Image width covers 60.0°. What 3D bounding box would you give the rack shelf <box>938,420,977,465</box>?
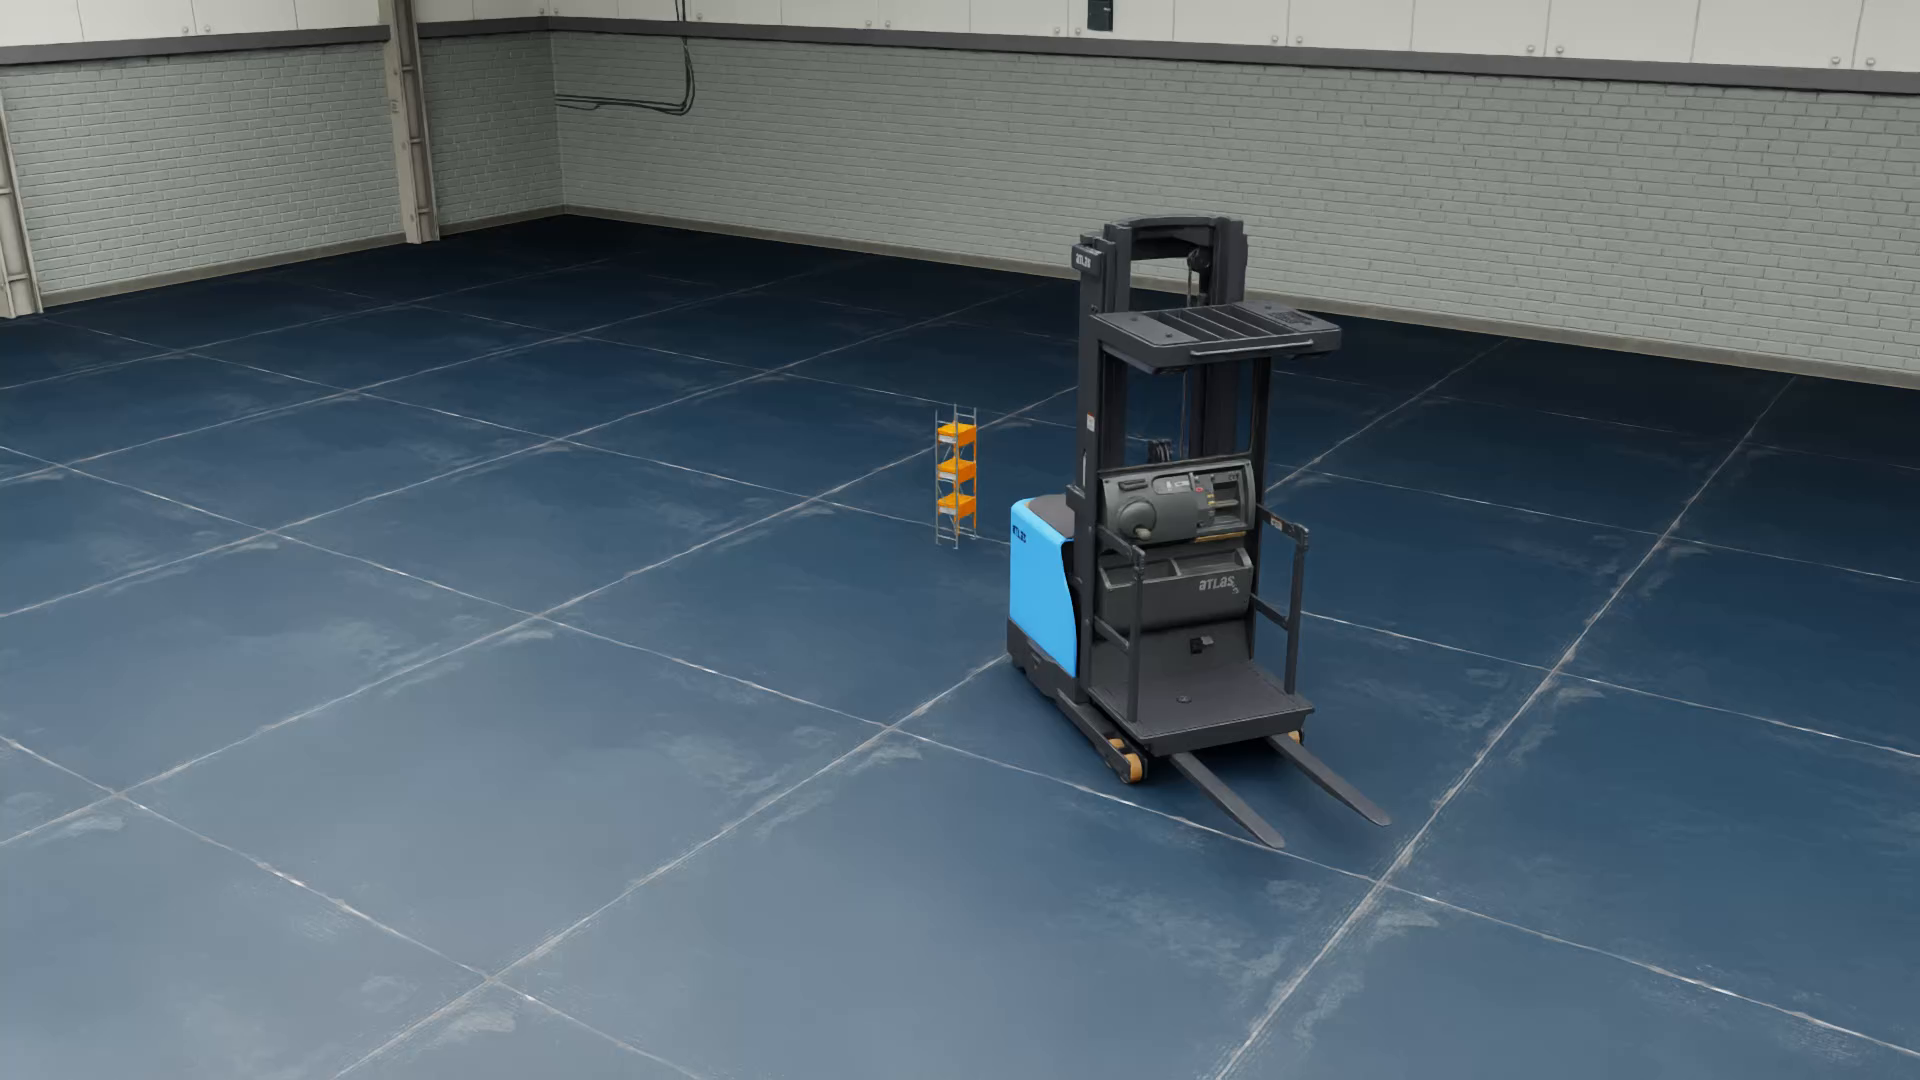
[{"bbox_3d":[-0.030,-0.733,12.447,0.215,0.259,0.240,13,24,32],"label":"rack shelf"}]

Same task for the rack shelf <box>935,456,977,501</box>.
[{"bbox_3d":[-0.030,-0.467,12.545,0.215,0.259,0.240,13,24,32],"label":"rack shelf"}]

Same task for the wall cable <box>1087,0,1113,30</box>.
[{"bbox_3d":[2.571,-9.011,19.253,2.305,6.003,0.169,13,24,32],"label":"wall cable"}]

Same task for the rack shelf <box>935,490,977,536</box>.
[{"bbox_3d":[-0.030,-0.206,12.641,0.215,0.259,0.240,13,24,32],"label":"rack shelf"}]

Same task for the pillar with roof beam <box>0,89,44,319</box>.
[{"bbox_3d":[-7.834,-6.124,16.349,9.100,9.000,0.400,13,24,32],"label":"pillar with roof beam"}]

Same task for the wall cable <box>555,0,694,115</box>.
[{"bbox_3d":[-5.272,-7.816,25.399,3.097,2.526,0.112,13,24,32],"label":"wall cable"}]

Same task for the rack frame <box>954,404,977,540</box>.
[{"bbox_3d":[0.038,-0.512,12.636,0.200,1.050,0.008,13,24,32],"label":"rack frame"}]

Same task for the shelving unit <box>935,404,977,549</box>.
[{"bbox_3d":[-0.030,-0.477,12.541,0.215,1.050,0.252,13,24,32],"label":"shelving unit"}]

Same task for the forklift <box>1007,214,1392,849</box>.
[{"bbox_3d":[1.302,-0.199,9.078,1.130,2.935,3.031,-8,22,-20],"label":"forklift"}]

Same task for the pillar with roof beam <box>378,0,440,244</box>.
[{"bbox_3d":[-4.461,-7.845,21.003,9.100,9.000,0.400,13,24,32],"label":"pillar with roof beam"}]

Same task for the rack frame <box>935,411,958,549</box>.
[{"bbox_3d":[-0.099,-0.442,12.447,0.200,1.050,0.008,13,24,32],"label":"rack frame"}]
